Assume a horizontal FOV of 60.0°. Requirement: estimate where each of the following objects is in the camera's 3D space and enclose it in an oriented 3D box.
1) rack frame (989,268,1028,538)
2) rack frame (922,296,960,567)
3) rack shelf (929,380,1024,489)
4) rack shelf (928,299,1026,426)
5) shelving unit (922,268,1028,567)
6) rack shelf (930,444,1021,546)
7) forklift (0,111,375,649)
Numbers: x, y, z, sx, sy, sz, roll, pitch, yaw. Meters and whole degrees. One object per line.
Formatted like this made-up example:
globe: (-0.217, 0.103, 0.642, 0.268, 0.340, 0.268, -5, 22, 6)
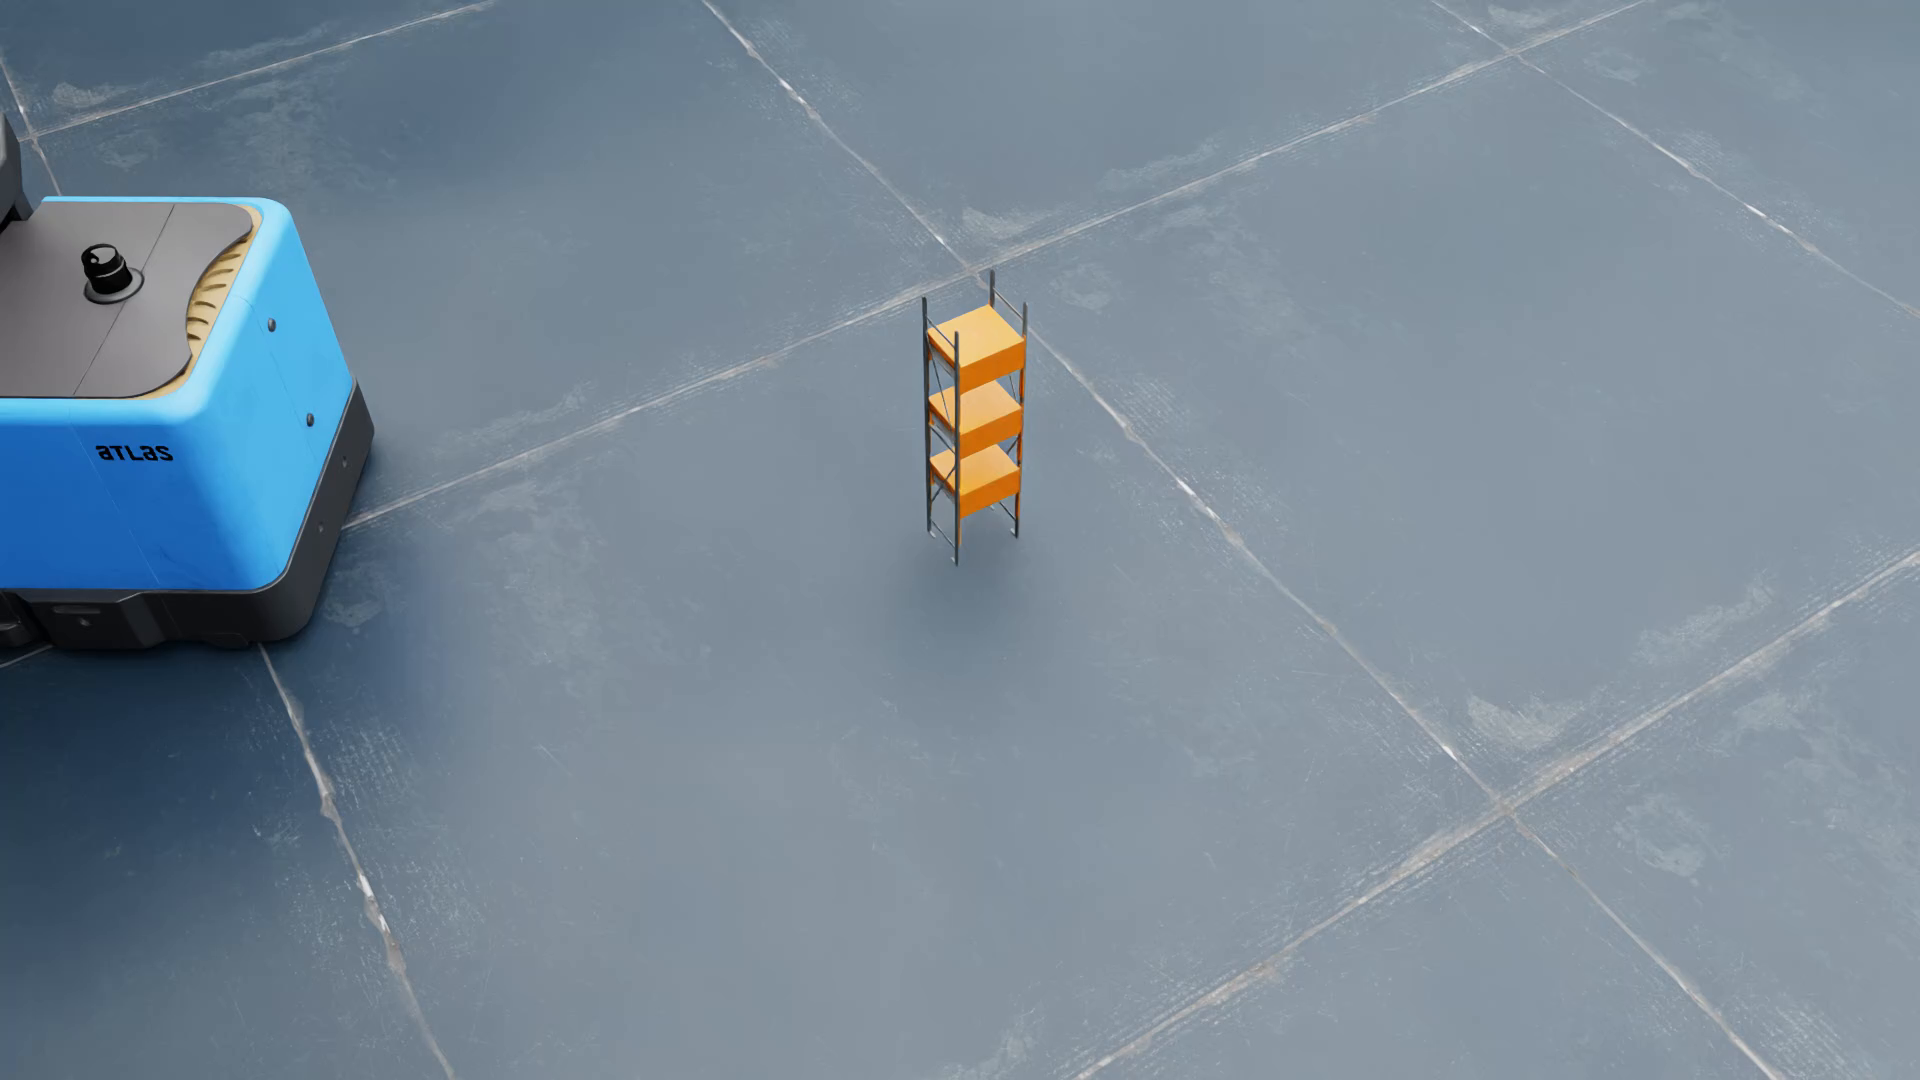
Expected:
rack frame: (0.148, -0.419, 5.420, 0.008, 1.050, 0.200, -25, 53, -21)
rack frame: (-0.058, -0.322, 5.334, 0.008, 1.050, 0.200, -25, 53, -21)
rack shelf: (0.045, -0.363, 5.385, 0.240, 0.259, 0.215, -25, 53, -21)
rack shelf: (0.045, -0.552, 5.173, 0.240, 0.259, 0.215, -25, 53, -21)
shelving unit: (0.045, -0.370, 5.377, 0.252, 1.050, 0.215, -25, 53, -21)
rack shelf: (0.045, -0.179, 5.592, 0.240, 0.259, 0.215, -25, 53, -21)
forklift: (-3.630, -1.004, 4.681, 3.031, 2.935, 1.130, 0, 48, 0)
